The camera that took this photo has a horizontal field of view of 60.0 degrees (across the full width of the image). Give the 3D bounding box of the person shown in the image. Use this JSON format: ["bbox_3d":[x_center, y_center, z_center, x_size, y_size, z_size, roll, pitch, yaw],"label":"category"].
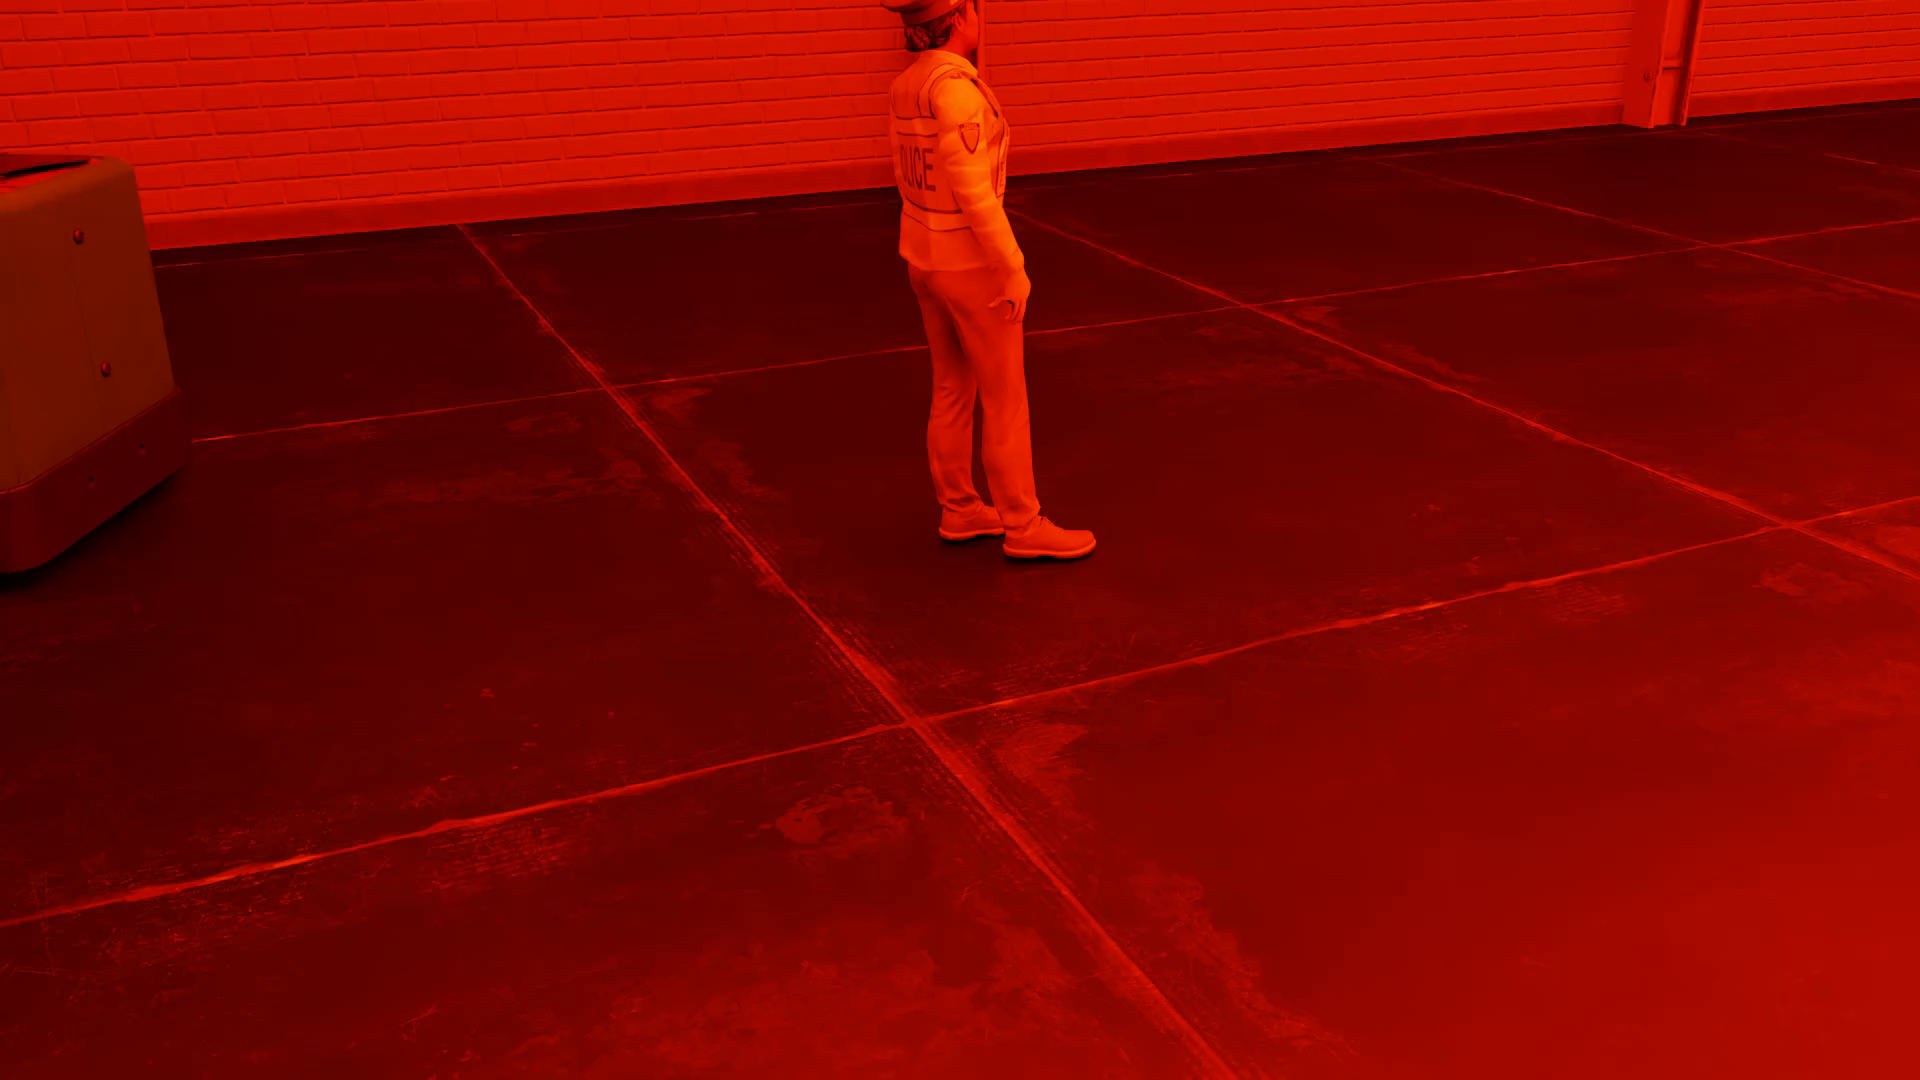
[{"bbox_3d":[0.063,-0.798,4.800,0.534,1.696,0.587,-10,25,-23],"label":"person"}]

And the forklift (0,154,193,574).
[{"bbox_3d":[-4.103,-1.418,4.699,3.031,2.935,1.130,1,23,3],"label":"forklift"}]
